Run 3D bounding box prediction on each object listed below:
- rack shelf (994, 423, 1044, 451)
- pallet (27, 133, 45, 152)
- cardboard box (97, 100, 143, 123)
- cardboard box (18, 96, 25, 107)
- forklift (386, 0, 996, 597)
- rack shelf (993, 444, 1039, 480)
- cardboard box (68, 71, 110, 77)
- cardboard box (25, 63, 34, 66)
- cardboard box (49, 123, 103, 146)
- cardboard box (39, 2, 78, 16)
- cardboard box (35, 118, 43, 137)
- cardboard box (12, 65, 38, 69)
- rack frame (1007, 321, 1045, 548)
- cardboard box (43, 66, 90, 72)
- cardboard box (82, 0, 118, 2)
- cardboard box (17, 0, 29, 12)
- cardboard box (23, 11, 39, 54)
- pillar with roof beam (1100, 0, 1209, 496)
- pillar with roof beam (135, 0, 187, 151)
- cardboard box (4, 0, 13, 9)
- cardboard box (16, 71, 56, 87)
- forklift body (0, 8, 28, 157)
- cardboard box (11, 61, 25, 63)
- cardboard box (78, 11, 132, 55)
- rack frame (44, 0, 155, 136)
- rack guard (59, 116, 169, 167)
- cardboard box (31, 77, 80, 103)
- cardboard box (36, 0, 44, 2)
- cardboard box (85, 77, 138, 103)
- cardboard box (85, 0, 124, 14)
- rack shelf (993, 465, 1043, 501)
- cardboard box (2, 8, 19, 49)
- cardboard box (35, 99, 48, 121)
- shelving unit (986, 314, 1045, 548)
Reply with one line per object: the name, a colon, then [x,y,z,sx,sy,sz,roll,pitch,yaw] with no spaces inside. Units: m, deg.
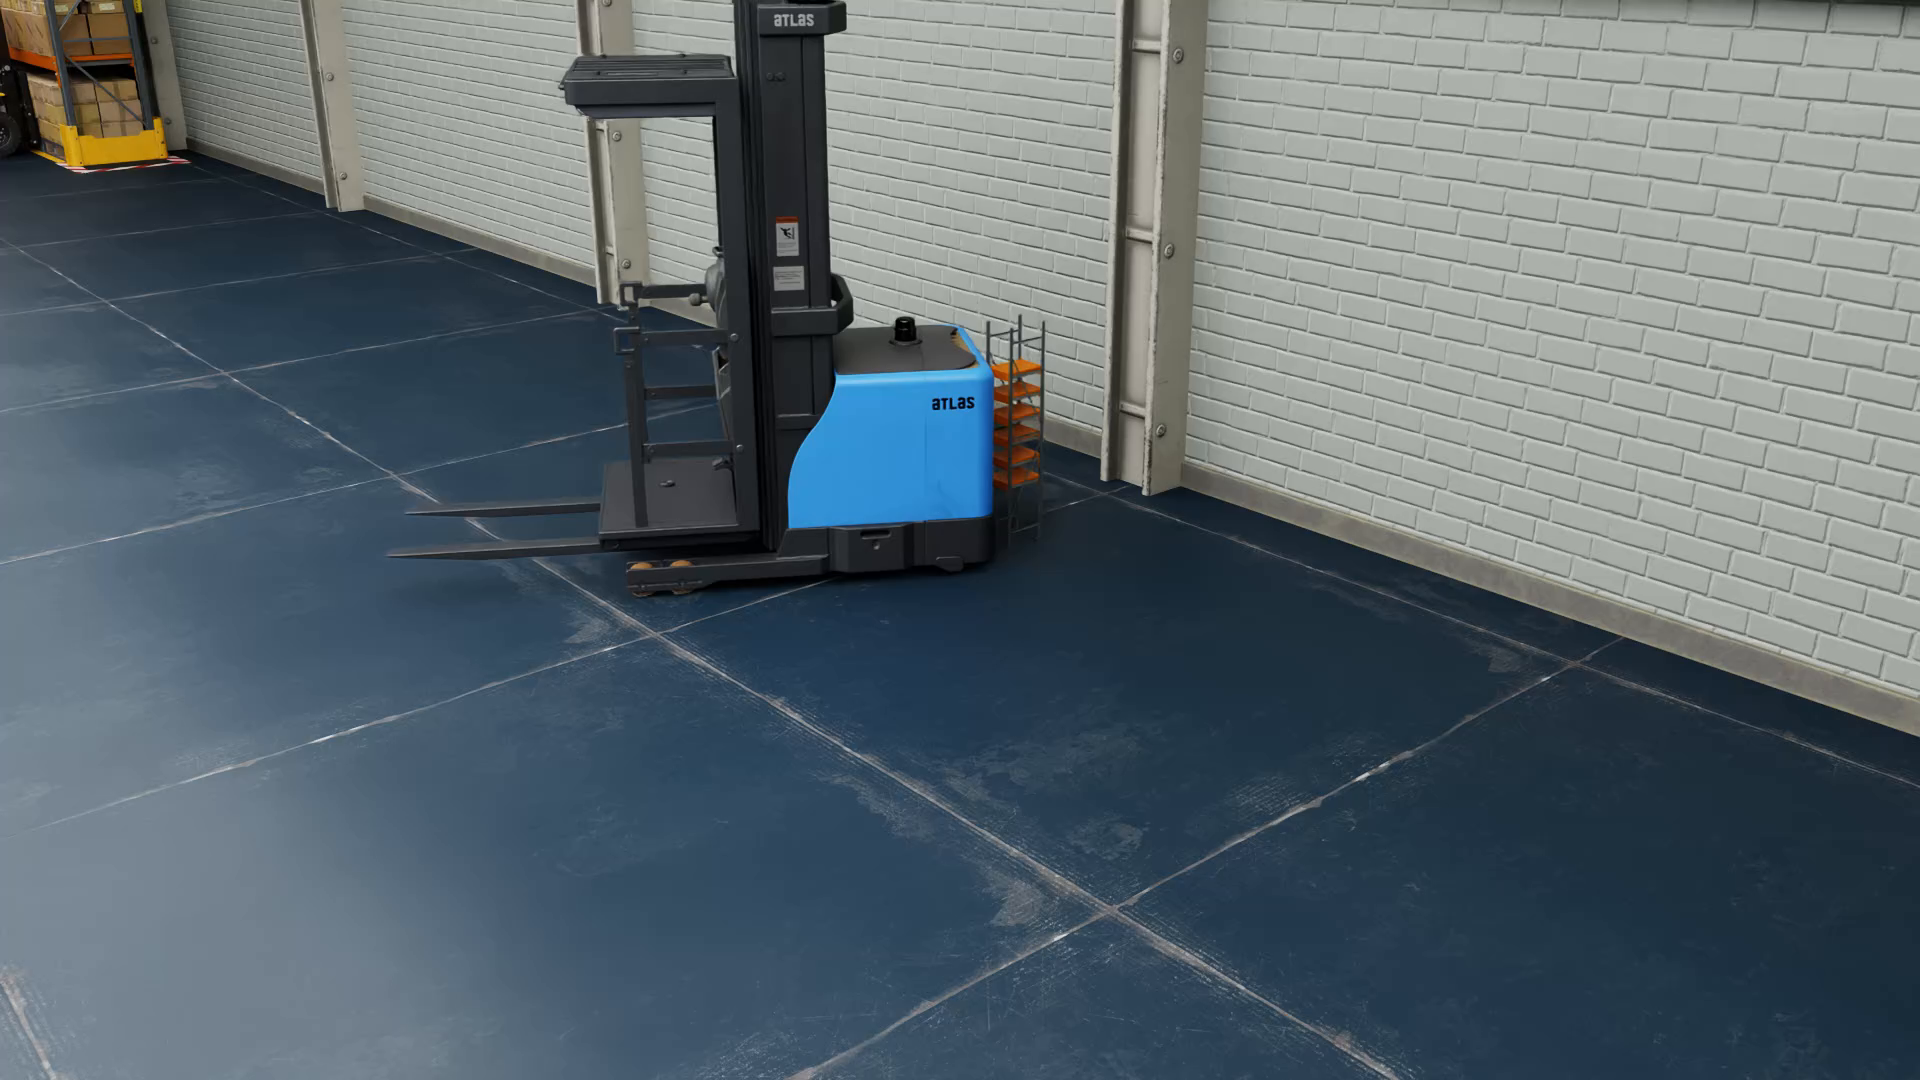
rack shelf: [0.288,-0.529,8.811,0.258,0.103,0.180,-17,27,-36]
pallet: [-12.223,-5.548,22.859,1.003,0.211,1.213,-17,27,-37]
cardboard box: [-11.050,-5.635,21.767,0.500,0.250,0.500,-17,27,-36]
cardboard box: [-12.451,-5.934,22.530,0.500,0.250,0.500,-18,27,-38]
forklift: [-1.382,-1.289,8.257,3.031,2.935,1.130,-3,22,-9]
rack shelf: [0.288,-0.417,8.855,0.258,0.103,0.180,-17,27,-36]
cardboard box: [-11.718,-6.144,22.382,0.500,0.250,0.500,-18,27,-38]
cardboard box: [-13.043,-6.704,23.810,0.500,0.250,0.500,-17,27,-36]
cardboard box: [-11.446,-5.278,21.540,0.500,0.250,0.500,-17,27,-37]
cardboard box: [-11.339,-6.685,20.914,0.380,0.149,0.250,-17,27,-37]
cardboard box: [-12.083,-5.558,22.255,0.500,0.250,0.500,-17,27,-37]
cardboard box: [-13.107,-6.442,23.141,0.500,0.250,0.500,-17,27,-37]
rack frame: [0.346,-0.544,8.729,0.240,1.200,0.006,-17,27,-36]
cardboard box: [-12.381,-6.424,23.097,0.500,0.250,0.500,-17,27,-37]
cardboard box: [-10.957,-6.939,21.152,0.380,0.149,0.250,-18,28,-38]
cardboard box: [-12.014,-6.969,21.637,0.380,0.149,0.250,-19,28,-39]
cardboard box: [-11.752,-6.573,21.517,0.500,0.500,0.500,-16,27,-36]
pillar with roof beam: [-2.184,-3.510,5.607,9.100,9.000,0.400,-17,27,-37]
pillar with roof beam: [-13.933,-8.483,18.304,9.100,9.000,0.400,-17,27,-37]
cardboard box: [-12.508,-7.179,22.173,0.380,0.149,0.250,-18,28,-38]
cardboard box: [-12.437,-6.160,22.422,0.500,0.250,0.500,-18,28,-38]
forklift body: [-13.520,-6.002,21.359,2.313,2.155,1.214,-17,27,-37]
cardboard box: [-14.361,-6.860,25.067,0.875,0.625,0.625,-18,28,-38]
cardboard box: [-11.013,-6.557,21.476,0.500,0.500,0.500,-16,27,-36]
rack frame: [-10.900,-6.308,20.976,1.000,3.000,0.127,-17,27,-37]
rack guard: [-10.884,-5.137,21.415,1.175,0.500,0.348,-17,27,-37]
cardboard box: [-11.775,-5.881,21.710,0.500,0.250,0.500,-17,27,-36]
cardboard box: [-11.478,-6.904,21.065,0.380,0.149,0.250,-17,27,-37]
cardboard box: [-11.070,-5.866,21.672,0.500,0.250,0.500,-18,28,-38]
cardboard box: [-10.925,-6.812,21.236,0.380,0.149,0.250,-18,28,-39]
rack shelf: [0.288,-0.305,8.898,0.258,0.103,0.180,-17,27,-36]
cardboard box: [-12.423,-6.851,22.226,0.500,0.500,0.500,-17,27,-37]
cardboard box: [-11.774,-5.657,21.823,0.500,0.250,0.500,-18,28,-38]
shelving unit: [0.288,-0.570,8.795,0.258,1.200,0.189,-17,27,-36]
